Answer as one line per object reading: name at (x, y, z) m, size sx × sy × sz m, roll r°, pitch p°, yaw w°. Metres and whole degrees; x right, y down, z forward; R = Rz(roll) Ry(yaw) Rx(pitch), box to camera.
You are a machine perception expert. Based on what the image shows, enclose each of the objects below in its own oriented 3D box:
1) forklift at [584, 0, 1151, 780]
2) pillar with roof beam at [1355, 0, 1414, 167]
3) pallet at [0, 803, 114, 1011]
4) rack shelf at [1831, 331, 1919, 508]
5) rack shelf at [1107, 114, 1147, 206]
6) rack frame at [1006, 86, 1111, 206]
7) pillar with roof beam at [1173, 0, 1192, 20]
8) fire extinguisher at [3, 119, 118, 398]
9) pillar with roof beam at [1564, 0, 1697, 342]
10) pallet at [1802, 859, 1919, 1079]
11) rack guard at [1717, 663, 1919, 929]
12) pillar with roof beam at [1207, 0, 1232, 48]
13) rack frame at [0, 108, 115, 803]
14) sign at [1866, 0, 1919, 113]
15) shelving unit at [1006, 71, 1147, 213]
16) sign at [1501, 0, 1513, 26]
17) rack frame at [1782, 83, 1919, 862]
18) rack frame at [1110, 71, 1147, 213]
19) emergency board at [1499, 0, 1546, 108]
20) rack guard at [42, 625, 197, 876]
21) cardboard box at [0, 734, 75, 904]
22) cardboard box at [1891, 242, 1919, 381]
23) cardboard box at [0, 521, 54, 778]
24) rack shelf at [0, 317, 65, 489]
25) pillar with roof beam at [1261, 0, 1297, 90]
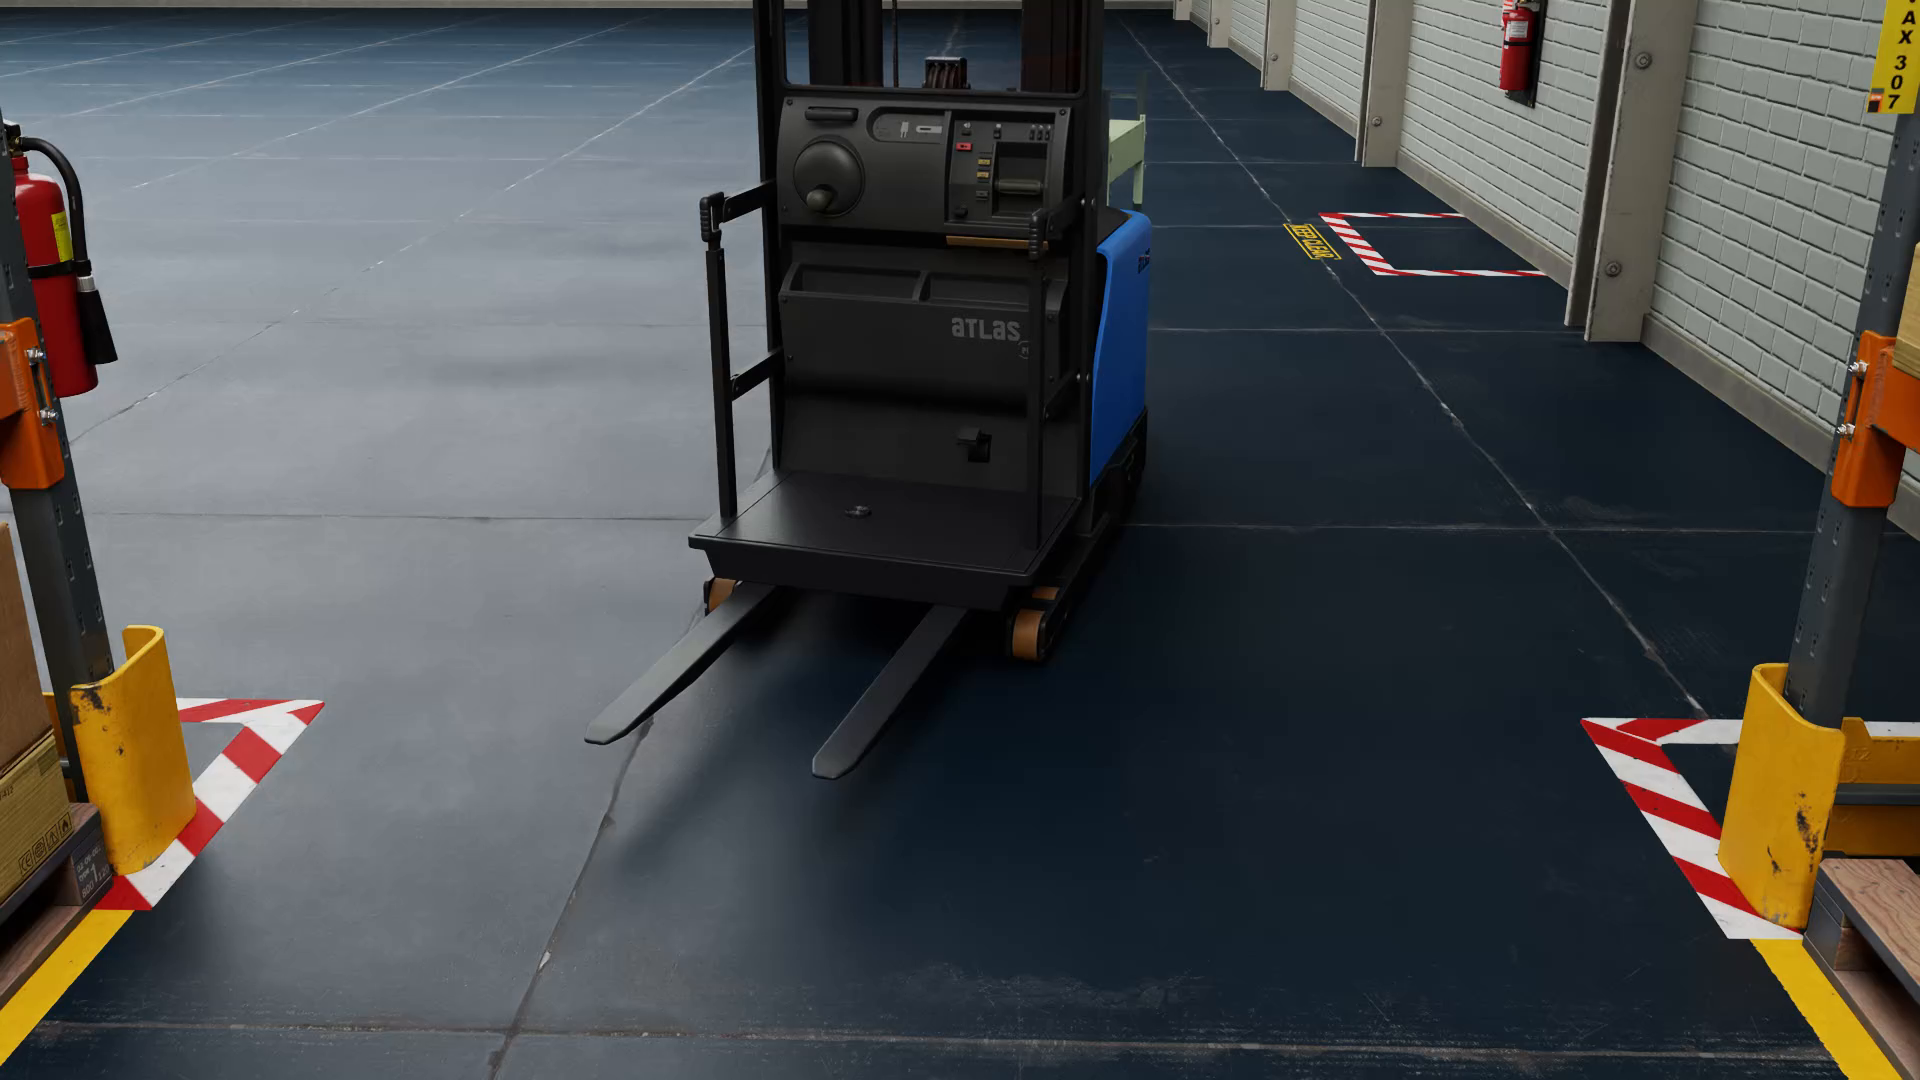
forklift at (-0.179, -1.151, 4.943) m, size 1.130 × 2.935 × 3.031 m, roll 6°, pitch 22°, yaw 16°
pillar with roof beam at (-0.674, -7.523, 12.978) m, size 9.100 × 9.000 × 0.400 m, roll 1°, pitch 21°, yaw 2°
pallet at (-2.512, 0.921, 3.363) m, size 1.003 × 0.211 × 1.213 m, roll 1°, pitch 21°, yaw 2°
rack shelf at (2.360, 0.456, 1.702) m, size 1.077 × 0.370 × 4.000 m, roll 1°, pitch 21°, yaw 2°
rack shelf at (0.477, -1.503, 6.751) m, size 0.431 × 0.370 × 0.720 m, roll 6°, pitch 22°, yaw 16°
rack frame at (0.372, -1.013, 6.565) m, size 0.400 × 1.500 × 0.023 m, roll 6°, pitch 22°, yaw 16°
pillar with roof beam at (-0.127, -14.031, 29.751) m, size 9.100 × 9.000 × 0.400 m, roll 1°, pitch 21°, yaw 2°
fire extinguisher at (-2.063, -0.658, 3.684) m, size 0.296 × 0.674 × 0.183 m, roll 1°, pitch 21°, yaw 2°
pillar with roof beam at (-0.857, -5.354, 7.387) m, size 9.100 × 9.000 × 0.400 m, roll 1°, pitch 21°, yaw 2°
pallet at (2.358, 1.018, 3.113) m, size 1.003 × 0.211 × 1.213 m, roll 1°, pitch 21°, yaw 2°
rack guard at (2.418, 0.590, 3.817) m, size 1.175 × 0.500 × 0.348 m, roll 1°, pitch 21°, yaw 2°
pillar with roof beam at (-0.309, -11.862, 24.160) m, size 9.100 × 9.000 × 0.400 m, roll 1°, pitch 21°, yaw 2°
rack frame at (-2.531, -0.656, 3.573) m, size 1.000 × 3.000 × 0.127 m, roll 1°, pitch 21°, yaw 2°
sign at (1.878, -1.012, 3.294) m, size 0.100 × 0.325 × 0.005 m, roll 1°, pitch 21°, yaw 2°
shelving unit at (0.477, -1.139, 6.892) m, size 0.431 × 1.500 × 0.755 m, roll 6°, pitch 22°, yaw 16°
sign at (3.679, -3.618, 11.158) m, size 0.001 × 0.329 × 0.234 m, roll 1°, pitch 21°, yaw 2°
rack frame at (2.420, -0.603, 3.436) m, size 1.000 × 3.000 × 0.127 m, roll 1°, pitch 21°, yaw 2°
rack frame at (0.582, -1.266, 7.219) m, size 0.400 × 1.500 × 0.023 m, roll 6°, pitch 22°, yaw 16°
emergency board at (3.560, -3.403, 10.652) m, size 0.194 × 1.169 × 0.643 m, roll 1°, pitch 21°, yaw 2°
rack guard at (-2.530, 0.501, 4.047) m, size 1.175 × 0.500 × 0.348 m, roll 1°, pitch 21°, yaw 2°
cardboard box at (-2.252, 0.627, 3.486) m, size 0.500 × 0.250 × 0.500 m, roll 1°, pitch 21°, yaw 2°
cardboard box at (2.088, -0.369, 3.014) m, size 0.500 × 0.250 × 0.500 m, roll 0°, pitch 21°, yaw 0°
cardboard box at (-2.250, 0.278, 3.350) m, size 0.500 × 0.500 × 0.500 m, roll 1°, pitch 21°, yaw 2°
rack shelf at (-2.592, 0.403, 1.839) m, size 1.077 × 0.370 × 4.000 m, roll 1°, pitch 21°, yaw 2°
pillar with roof beam at (-0.492, -9.693, 18.569) m, size 9.100 × 9.000 × 0.400 m, roll 1°, pitch 21°, yaw 2°
